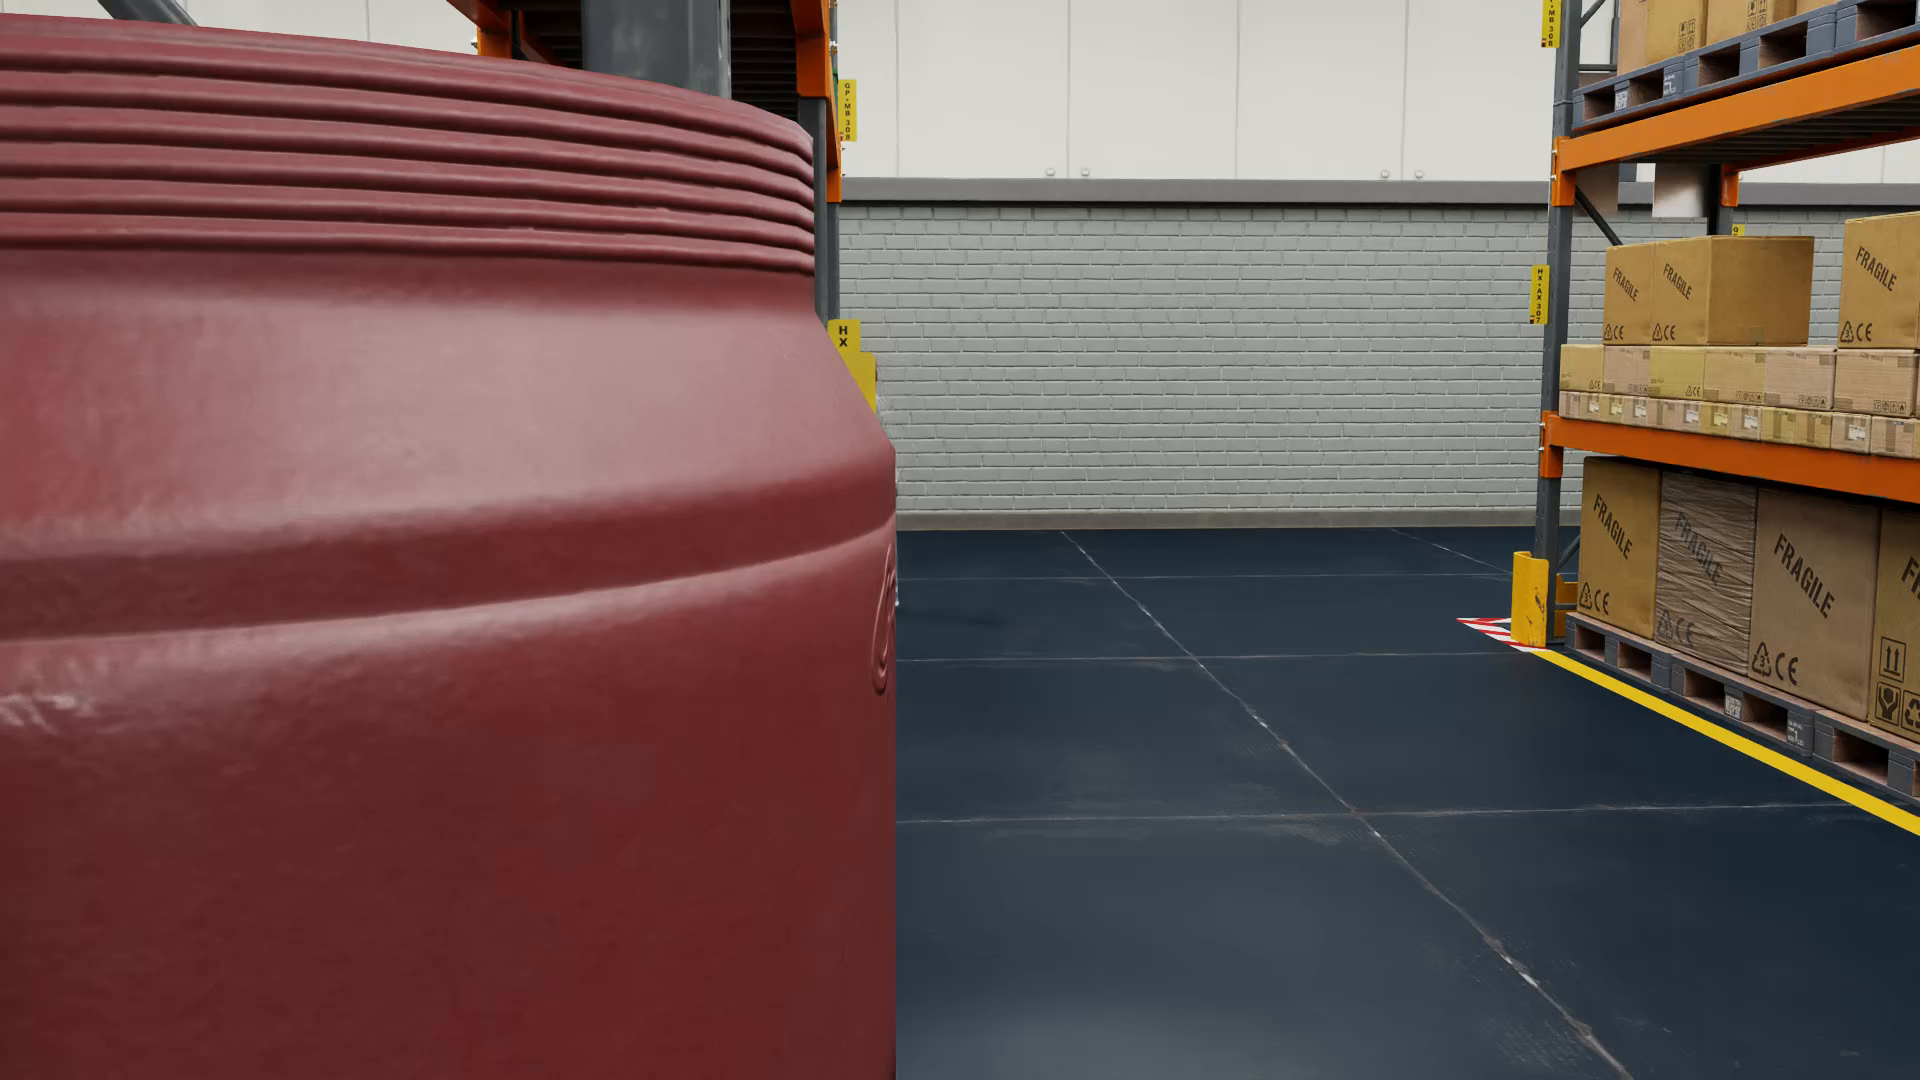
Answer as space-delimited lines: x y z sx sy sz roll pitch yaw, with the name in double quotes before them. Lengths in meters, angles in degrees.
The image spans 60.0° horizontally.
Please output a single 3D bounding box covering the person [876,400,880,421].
"person" -0.715 -0.333 10.460 0.540 1.609 0.443 5 9 36
